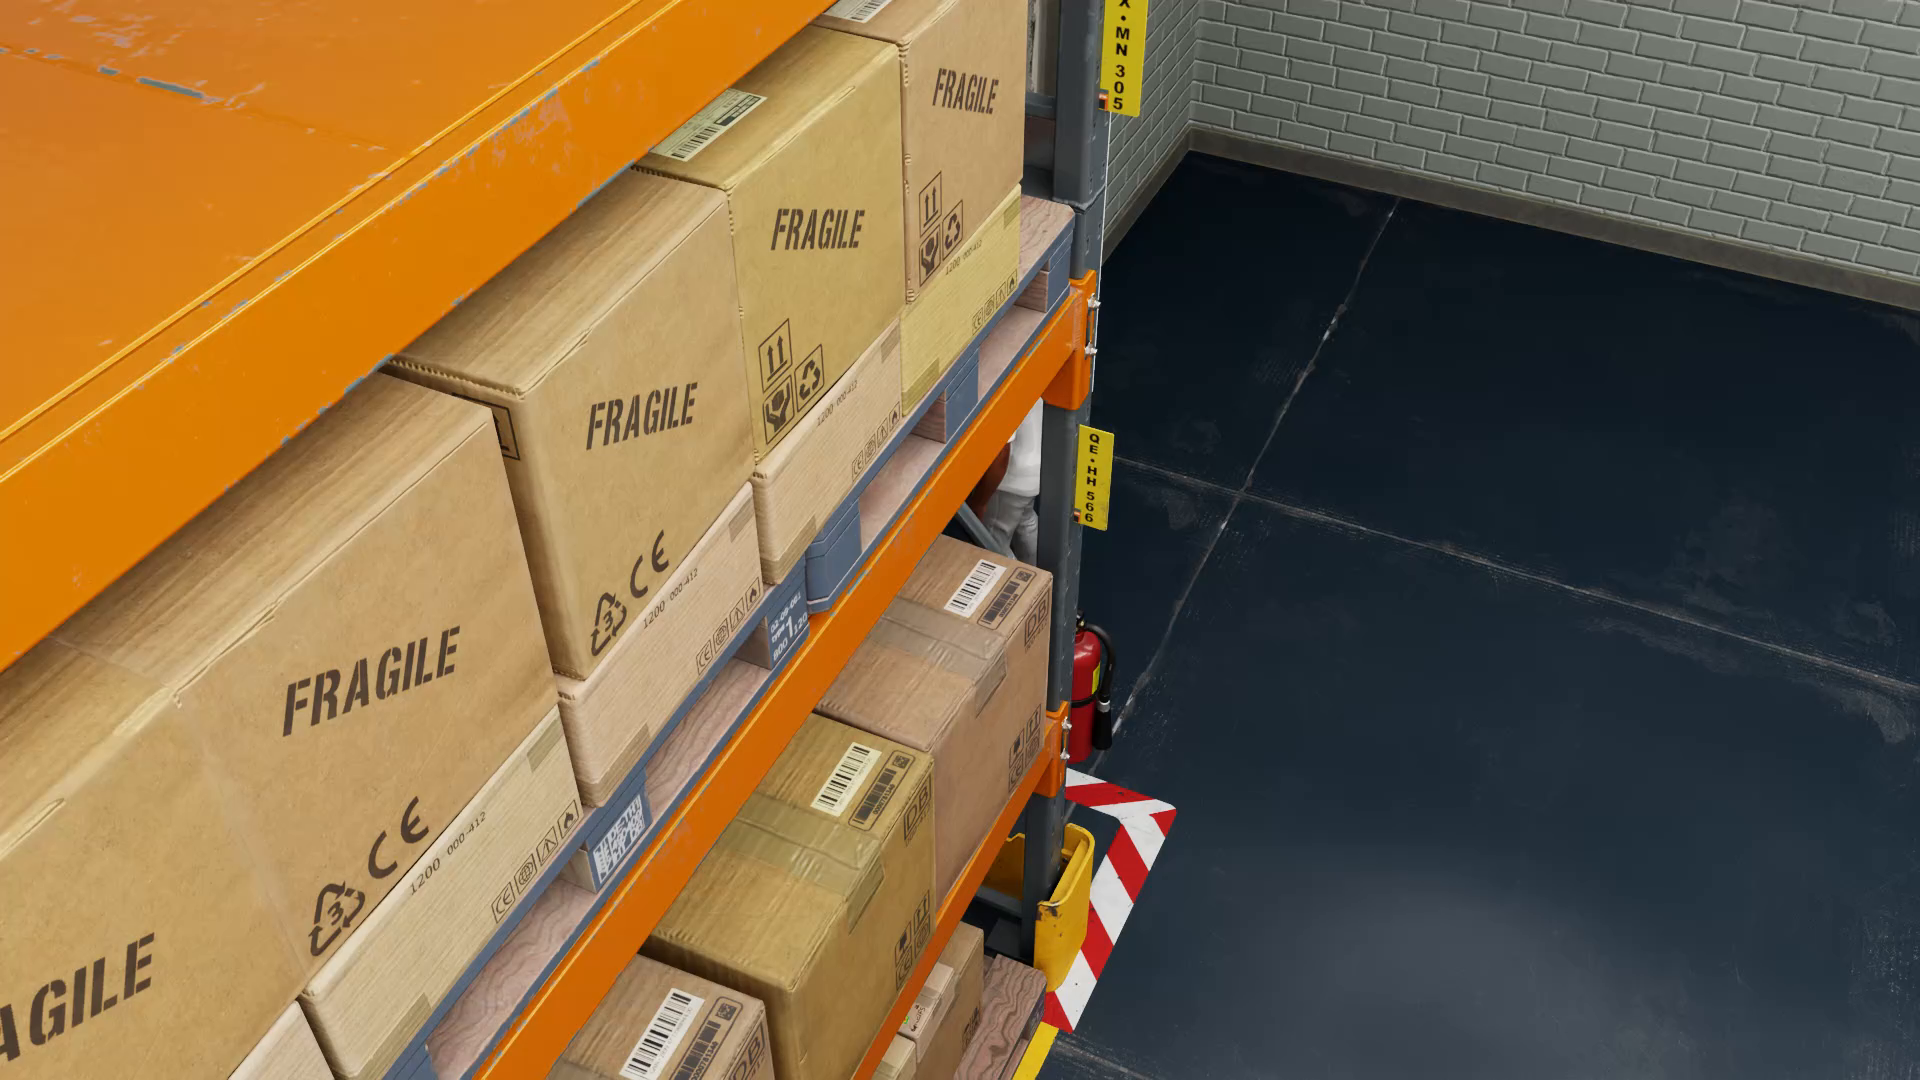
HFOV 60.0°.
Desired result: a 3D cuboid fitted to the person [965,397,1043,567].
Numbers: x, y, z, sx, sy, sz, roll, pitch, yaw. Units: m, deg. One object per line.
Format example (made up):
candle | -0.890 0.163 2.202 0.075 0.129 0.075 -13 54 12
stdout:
person | 0.173 -0.323 6.508 0.459 1.760 0.634 15 44 16
